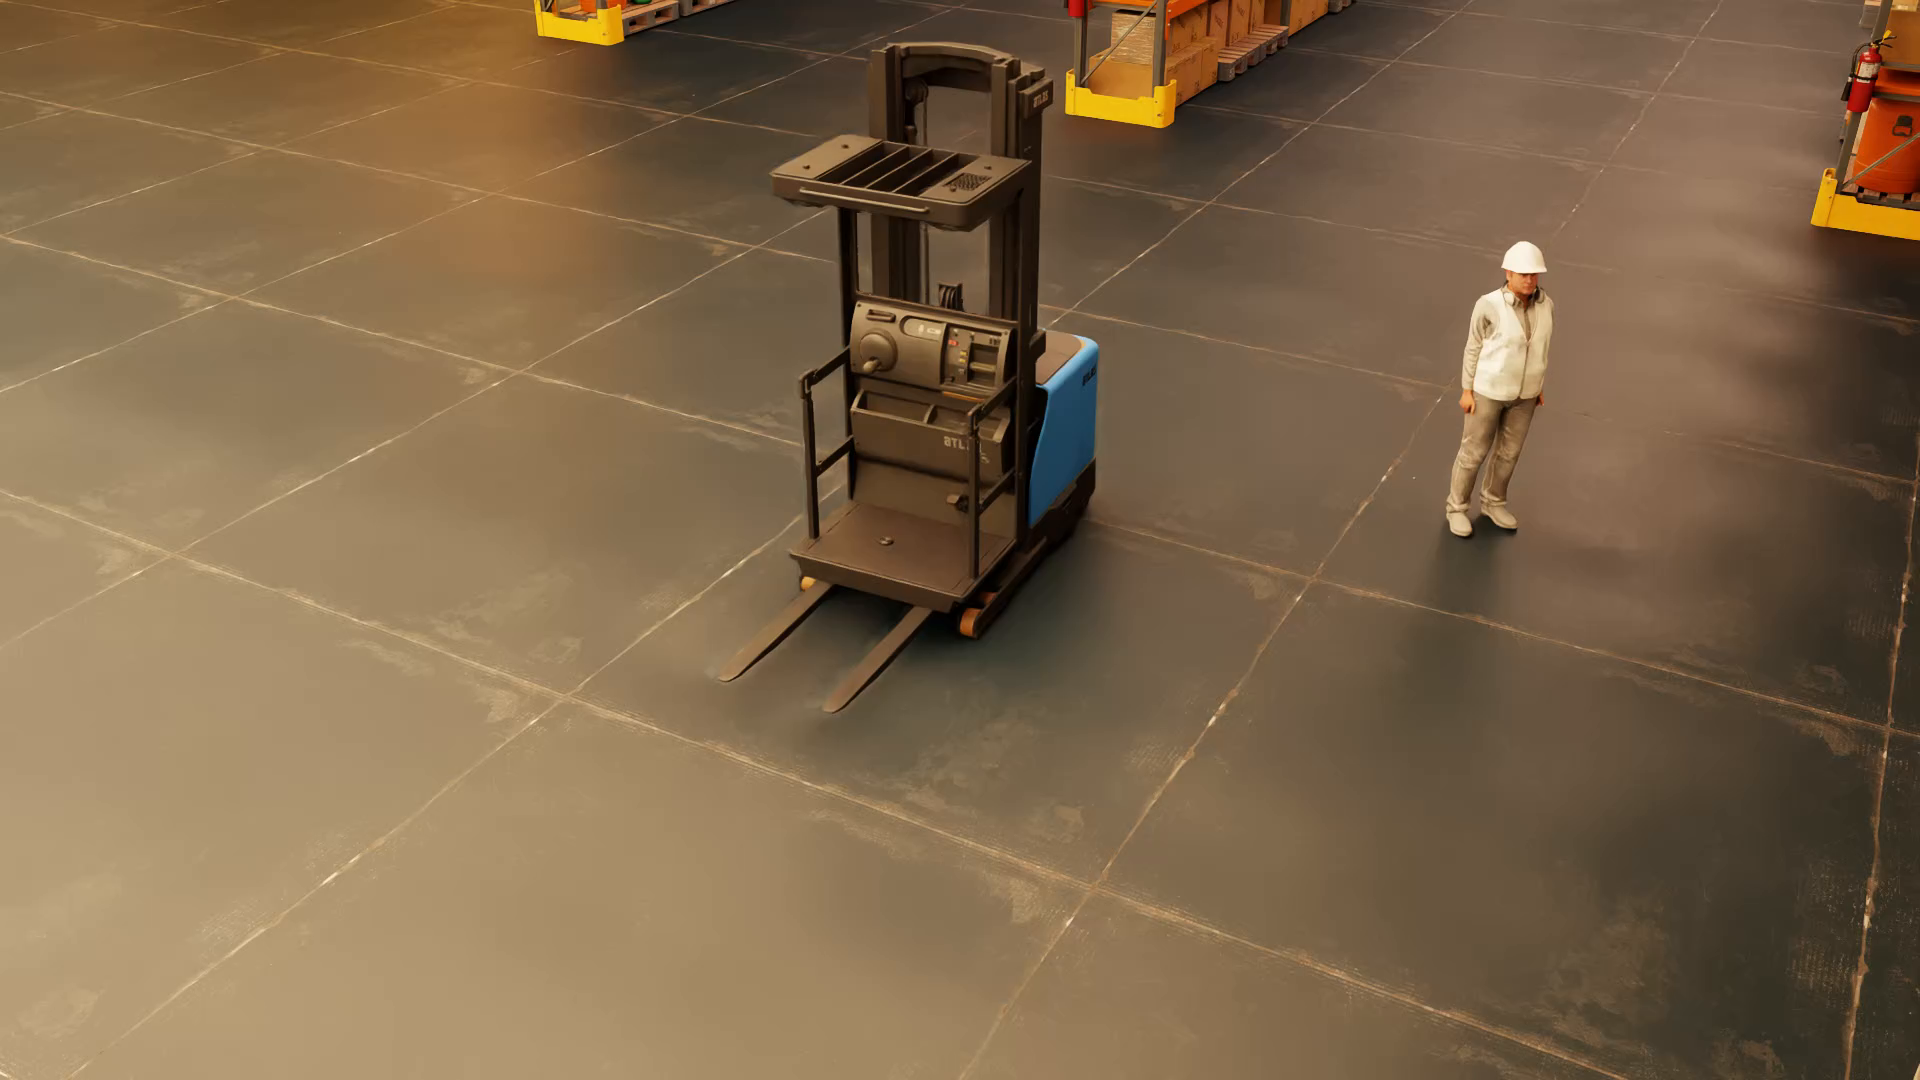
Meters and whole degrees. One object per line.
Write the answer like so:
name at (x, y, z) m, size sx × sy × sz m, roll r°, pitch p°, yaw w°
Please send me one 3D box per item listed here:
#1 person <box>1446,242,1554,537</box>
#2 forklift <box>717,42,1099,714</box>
person at (3.195, -0.883, 9.758) m, size 0.533 × 1.776 × 0.361 m, roll -7°, pitch 31°, yaw -12°
forklift at (-0.256, -0.986, 8.779) m, size 1.130 × 2.935 × 3.031 m, roll 14°, pitch 33°, yaw 22°
